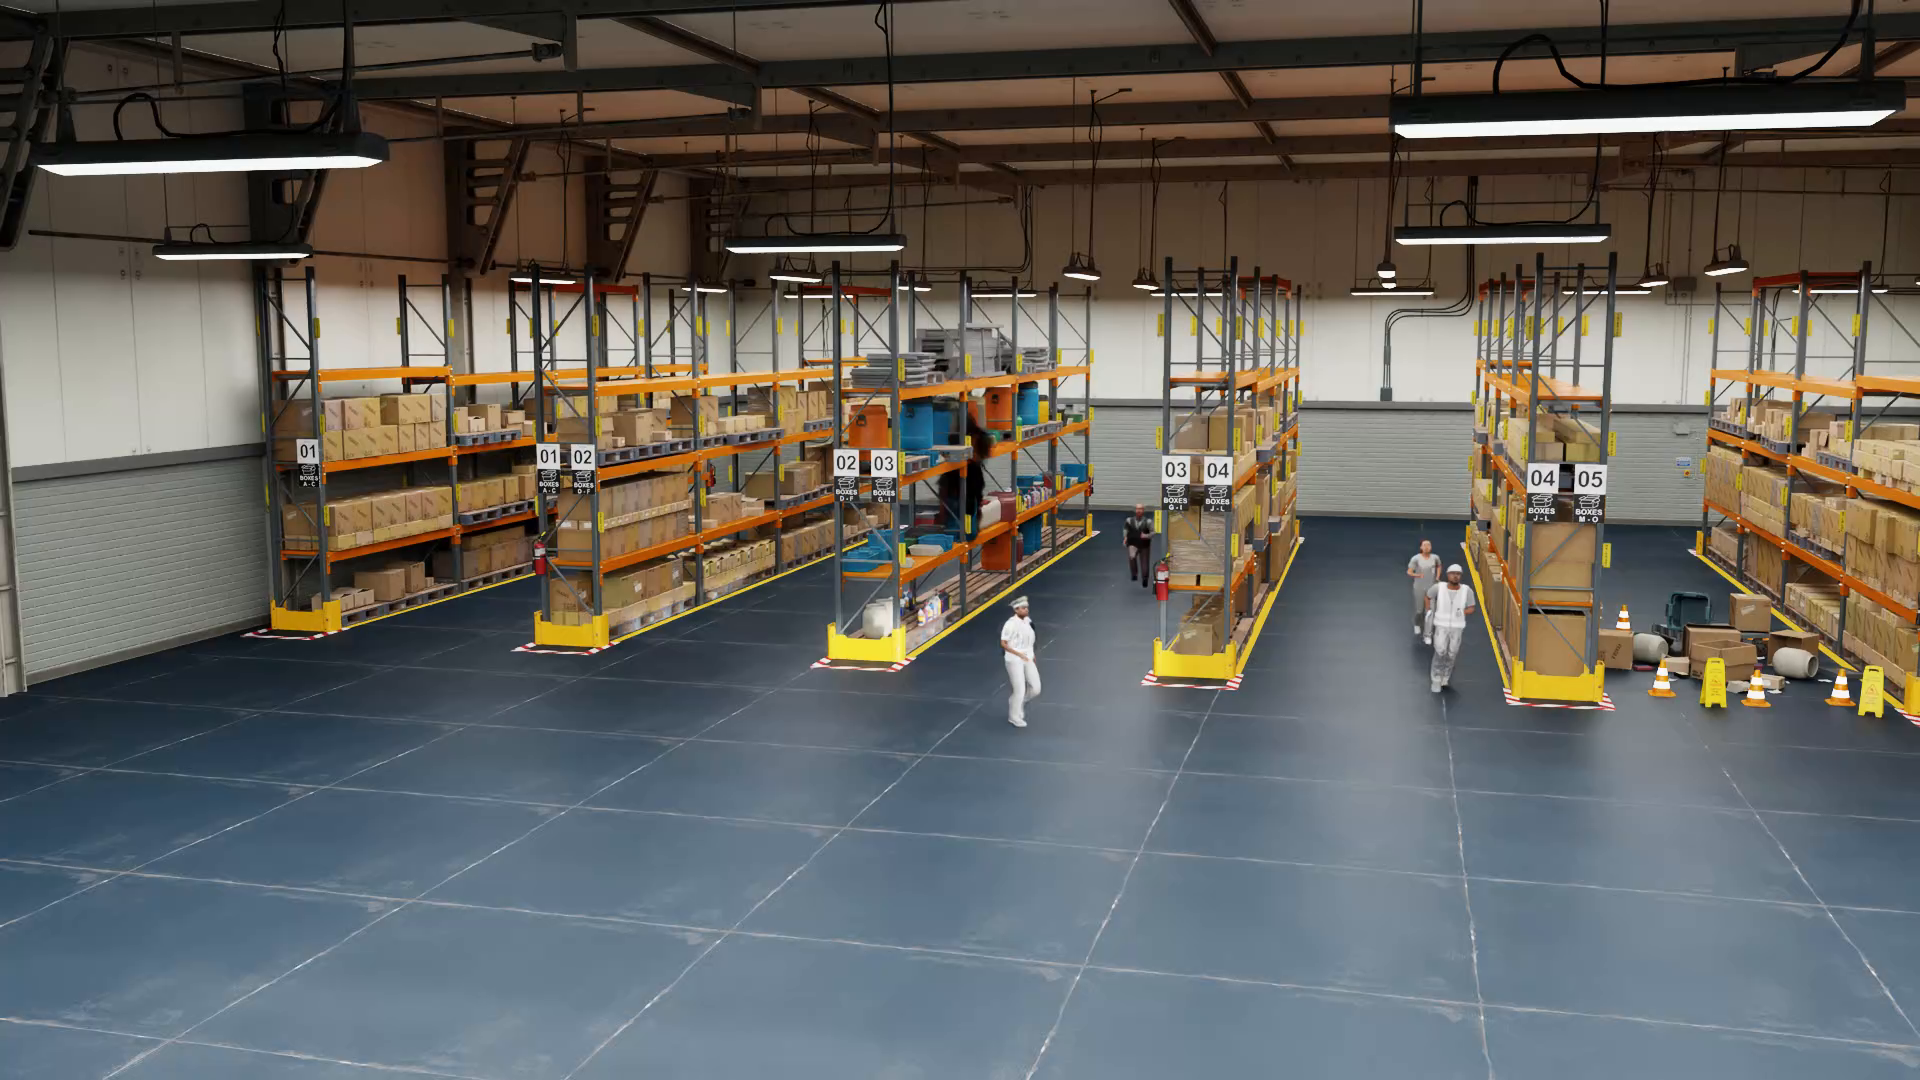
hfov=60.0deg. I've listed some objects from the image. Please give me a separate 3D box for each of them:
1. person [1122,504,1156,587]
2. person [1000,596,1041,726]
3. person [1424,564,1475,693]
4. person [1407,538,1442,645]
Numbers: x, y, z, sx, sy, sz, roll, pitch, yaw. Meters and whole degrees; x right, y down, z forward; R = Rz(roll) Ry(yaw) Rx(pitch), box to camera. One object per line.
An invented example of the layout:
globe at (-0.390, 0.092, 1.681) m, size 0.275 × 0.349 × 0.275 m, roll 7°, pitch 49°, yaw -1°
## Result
person at (3.376, 0.130, 31.436) m, size 0.667 × 1.631 × 0.949 m, roll 1°, pitch 7°, yaw 11°
person at (0.771, 1.525, 20.990) m, size 0.595 × 1.664 × 0.547 m, roll -6°, pitch 10°, yaw -41°
person at (6.783, 1.226, 23.038) m, size 0.666 × 1.801 × 0.654 m, roll 1°, pitch 7°, yaw 9°
person at (7.408, 0.784, 26.500) m, size 0.571 × 1.639 × 0.990 m, roll 1°, pitch 7°, yaw 6°
